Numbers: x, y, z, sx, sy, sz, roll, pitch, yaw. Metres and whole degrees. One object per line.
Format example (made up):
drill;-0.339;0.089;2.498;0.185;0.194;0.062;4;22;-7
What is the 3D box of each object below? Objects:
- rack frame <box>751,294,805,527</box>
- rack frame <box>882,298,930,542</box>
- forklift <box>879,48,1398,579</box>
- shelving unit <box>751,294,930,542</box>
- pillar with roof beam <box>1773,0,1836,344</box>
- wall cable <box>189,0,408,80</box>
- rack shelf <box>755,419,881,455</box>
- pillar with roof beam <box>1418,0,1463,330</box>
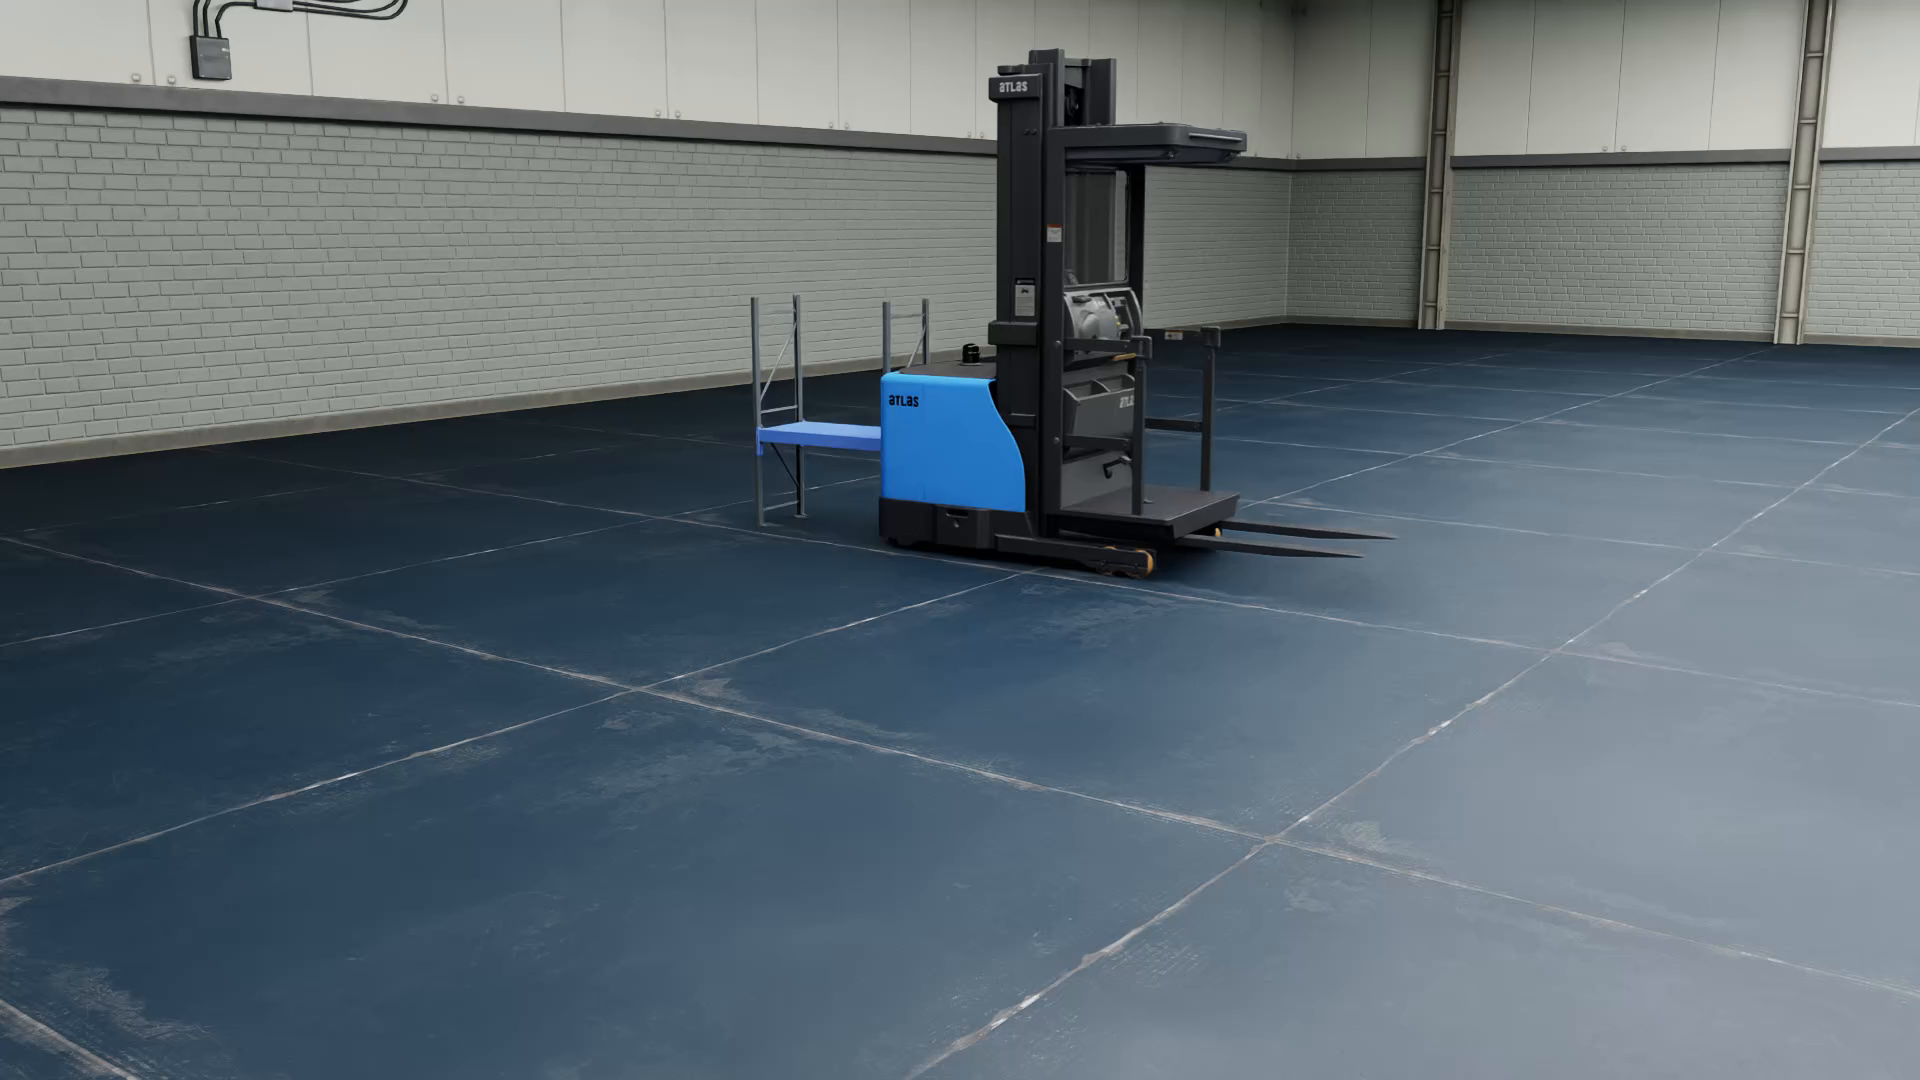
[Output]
rack frame;-1.208;-0.865;11.053;0.032;1.500;0.500;6;13;30
rack frame;-0.335;-0.766;10.541;0.032;1.500;0.500;6;13;30
forklift;1.026;-1.334;9.710;3.031;2.935;1.130;6;13;30
shelving unit;-0.772;-0.816;10.797;1.048;1.500;0.538;6;13;30
pillar with roof beam;10.960;-6.968;22.854;0.400;9.000;9.100;8;13;36
wall cable;-5.933;-7.134;14.759;0.169;6.003;2.305;8;13;36
rack shelf;-0.772;-0.639;10.831;1.000;0.185;0.538;6;13;30
pillar with roof beam;6.124;-7.642;26.341;0.400;9.000;9.100;8;13;36
